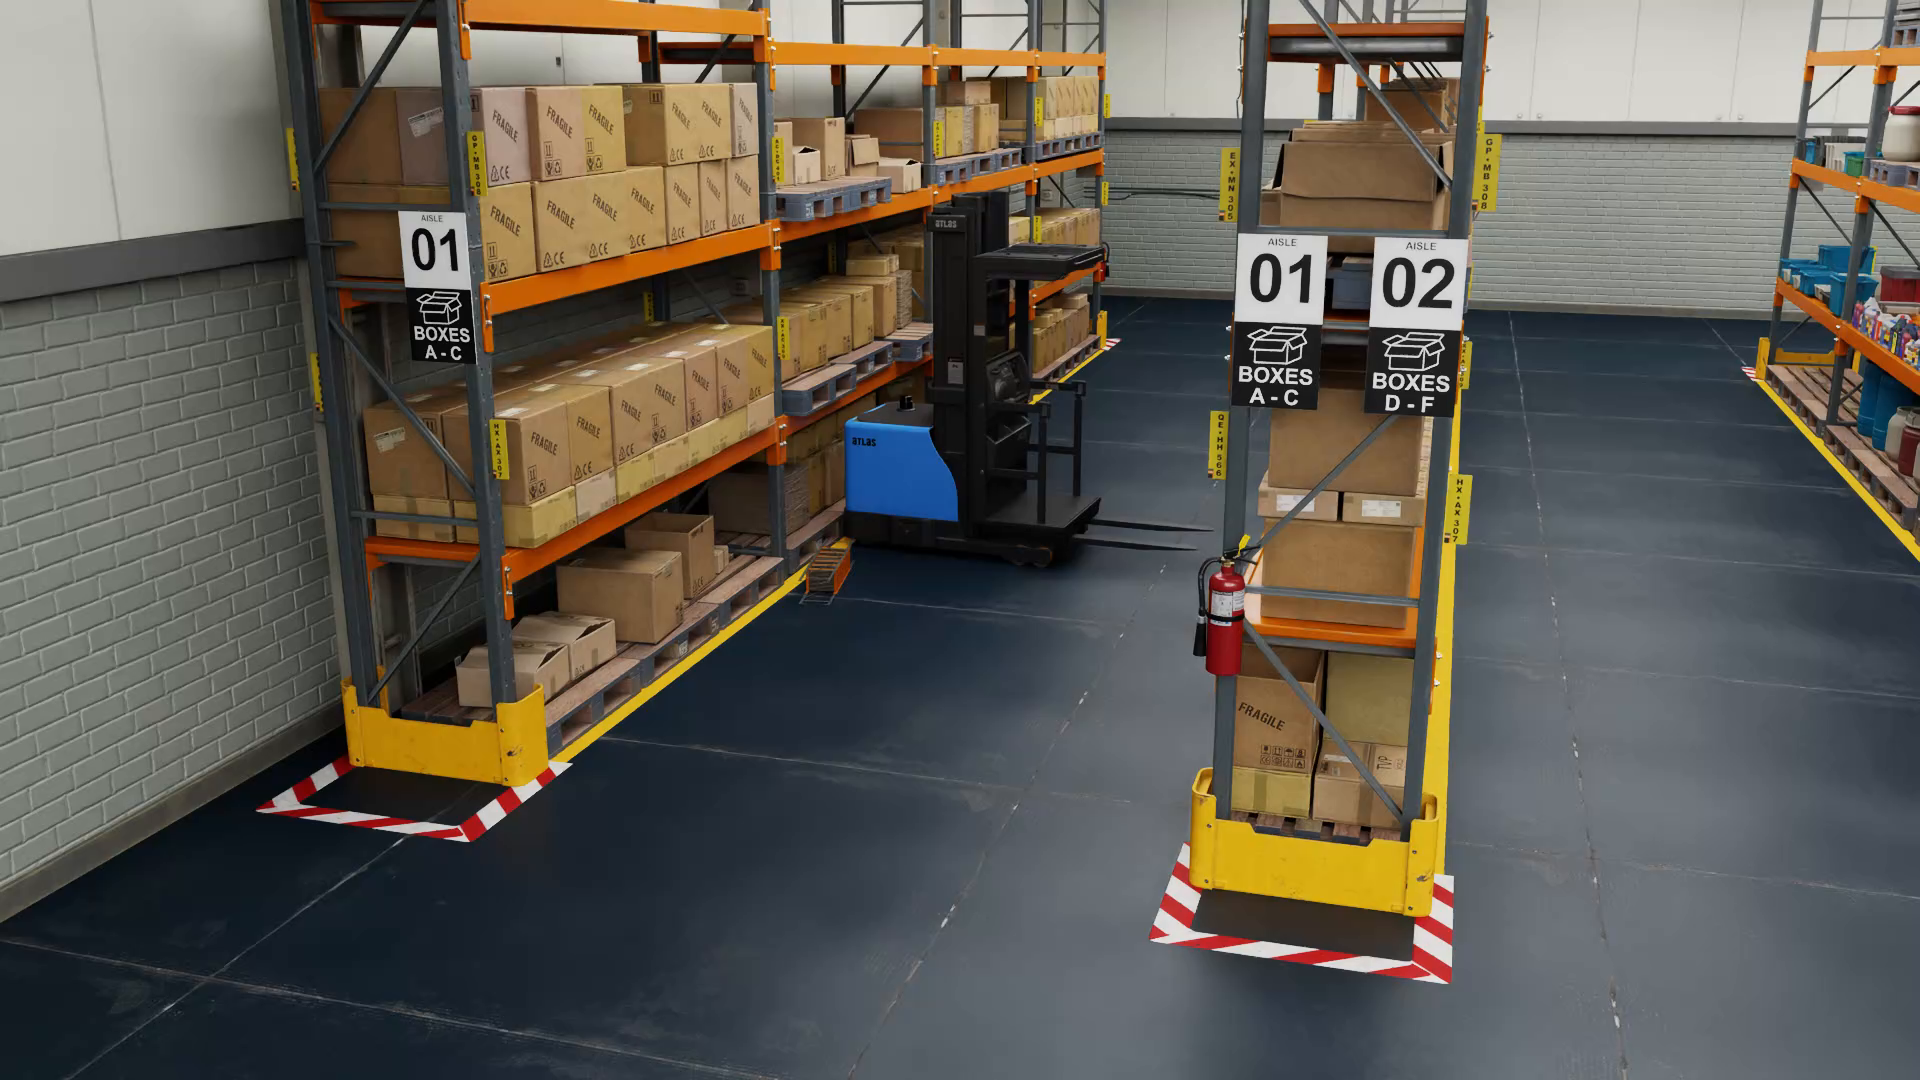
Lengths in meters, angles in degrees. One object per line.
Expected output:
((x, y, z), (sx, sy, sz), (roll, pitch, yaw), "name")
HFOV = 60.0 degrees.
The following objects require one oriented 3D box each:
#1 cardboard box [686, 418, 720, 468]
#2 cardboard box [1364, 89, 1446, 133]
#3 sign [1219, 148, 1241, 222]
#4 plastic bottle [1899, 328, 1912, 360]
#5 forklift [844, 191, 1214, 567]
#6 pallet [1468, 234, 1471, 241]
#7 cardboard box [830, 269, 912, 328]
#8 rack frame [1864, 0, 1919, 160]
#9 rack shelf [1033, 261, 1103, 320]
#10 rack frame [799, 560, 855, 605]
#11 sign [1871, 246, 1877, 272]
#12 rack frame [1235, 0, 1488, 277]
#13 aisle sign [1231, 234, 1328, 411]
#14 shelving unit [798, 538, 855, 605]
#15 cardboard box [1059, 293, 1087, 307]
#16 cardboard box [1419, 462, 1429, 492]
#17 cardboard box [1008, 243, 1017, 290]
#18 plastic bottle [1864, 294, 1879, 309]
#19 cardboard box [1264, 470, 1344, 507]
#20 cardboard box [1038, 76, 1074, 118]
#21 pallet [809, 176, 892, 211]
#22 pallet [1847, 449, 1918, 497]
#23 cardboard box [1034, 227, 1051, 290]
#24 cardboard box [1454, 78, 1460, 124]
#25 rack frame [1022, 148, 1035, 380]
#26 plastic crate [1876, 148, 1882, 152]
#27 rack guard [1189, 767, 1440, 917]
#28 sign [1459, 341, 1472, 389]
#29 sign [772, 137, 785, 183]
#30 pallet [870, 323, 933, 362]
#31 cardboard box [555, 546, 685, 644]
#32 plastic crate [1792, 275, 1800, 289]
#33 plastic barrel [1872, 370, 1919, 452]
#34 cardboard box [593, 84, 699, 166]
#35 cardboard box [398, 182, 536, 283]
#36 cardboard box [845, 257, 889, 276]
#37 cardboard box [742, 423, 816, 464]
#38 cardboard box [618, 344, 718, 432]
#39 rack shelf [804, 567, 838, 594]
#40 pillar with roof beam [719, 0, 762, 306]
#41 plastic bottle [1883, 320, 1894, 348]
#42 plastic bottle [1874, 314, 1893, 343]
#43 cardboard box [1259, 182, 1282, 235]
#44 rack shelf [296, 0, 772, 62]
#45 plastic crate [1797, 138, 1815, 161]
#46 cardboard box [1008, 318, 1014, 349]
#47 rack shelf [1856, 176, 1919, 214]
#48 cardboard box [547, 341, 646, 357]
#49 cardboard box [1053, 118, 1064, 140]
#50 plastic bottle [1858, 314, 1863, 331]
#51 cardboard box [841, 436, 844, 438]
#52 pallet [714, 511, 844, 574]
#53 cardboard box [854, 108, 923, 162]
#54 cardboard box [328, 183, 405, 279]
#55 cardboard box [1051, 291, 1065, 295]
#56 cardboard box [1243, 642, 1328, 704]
((-1.991, -0.687, 11.492), (0.500, 0.250, 0.500), (5, 16, 16), "cardboard box")
((3.234, -3.019, 12.110), (0.500, 0.500, 0.500), (6, 17, 21), "cardboard box")
((1.228, -1.606, 7.521), (0.100, 0.325, 0.005), (5, 16, 16), "sign")
((8.796, -1.819, 15.460), (0.061, 0.283, 0.133), (5, 16, 16), "plastic bottle")
((0.585, -1.350, 13.717), (3.031, 2.935, 1.130), (6, 17, 20), "forklift")
((2.315, -1.633, 9.256), (1.003, 0.211, 1.213), (5, 16, 16), "pallet")
((-0.857, -2.342, 16.099), (0.700, 0.500, 0.500), (3, 16, 9), "cardboard box")
((9.902, -5.370, 16.771), (1.000, 3.000, 0.127), (5, 16, 16), "rack frame")
((0.972, -3.429, 22.241), (1.077, 0.370, 4.000), (5, 16, 16), "rack shelf")
((-1.043, 0.328, 13.150), (0.240, 0.006, 1.200), (2, 16, 6), "rack frame")
((11.571, -3.571, 21.122), (0.100, 0.325, 0.005), (5, 16, 16), "sign")
((1.744, -2.616, 7.060), (1.000, 3.000, 0.127), (5, 16, 16), "rack frame")
((1.444, -0.986, 7.544), (0.394, 0.787, 0.004), (5, 16, 16), "aisle sign")
((-1.043, 0.240, 13.126), (0.258, 0.189, 1.200), (2, 16, 6), "shelving unit")
((1.576, -3.372, 23.342), (0.380, 0.149, 0.250), (4, 16, 15), "cardboard box")
((2.207, -0.310, 8.554), (0.380, 0.149, 0.250), (5, 16, 16), "cardboard box")
((0.379, -3.179, 19.274), (0.500, 0.500, 0.500), (5, 17, 16), "cardboard box")
((9.480, -2.383, 17.323), (0.144, 0.351, 0.185), (5, 16, 16), "plastic bottle")
((1.743, -0.273, 8.423), (0.380, 0.149, 0.250), (5, 17, 17), "cardboard box")
((1.150, -5.663, 21.250), (0.500, 0.500, 0.500), (5, 17, 16), "cardboard box")
((-1.300, -2.937, 14.034), (1.213, 0.211, 1.003), (5, 16, 16), "pallet")
((9.298, -0.624, 16.141), (1.003, 0.211, 1.213), (5, 16, 16), "pallet")
((0.574, -3.537, 20.753), (0.980, 0.700, 0.700), (5, 17, 17), "cardboard box")
((5.534, -5.091, 19.270), (0.700, 0.500, 0.500), (5, 16, 16), "cardboard box")
((0.404, -3.252, 20.299), (1.000, 3.000, 0.127), (5, 16, 16), "rack frame")
((11.033, -4.591, 19.911), (0.450, 0.188, 0.336), (5, 16, 16), "plastic crate")
((1.737, 1.479, 8.198), (1.175, 0.500, 0.348), (5, 16, 16), "rack guard")
((3.413, -1.188, 11.289), (0.100, 0.325, 0.005), (5, 16, 16), "sign")
((-1.347, -2.811, 12.298), (0.100, 0.325, 0.005), (5, 16, 16), "sign")
((-0.833, -1.919, 15.949), (1.213, 0.211, 1.003), (5, 16, 16), "pallet")
((-2.305, 0.367, 11.313), (0.700, 0.500, 0.500), (4, 16, 12), "cardboard box")
((10.290, -3.138, 20.271), (0.250, 0.136, 0.298), (5, 16, 16), "plastic crate")
((9.530, -1.350, 16.669), (0.600, 0.901, 0.708), (5, 16, 16), "plastic barrel")
((-2.036, -2.707, 10.828), (0.500, 0.500, 0.500), (4, 16, 14), "cardboard box")
((-2.672, -1.682, 9.044), (0.500, 0.500, 0.500), (5, 17, 17), "cardboard box")
((-0.880, -2.600, 15.820), (0.380, 0.149, 0.250), (2, 16, 7), "cardboard box")
((-1.555, -0.838, 14.189), (0.500, 0.250, 0.500), (4, 16, 15), "cardboard box")
((-1.997, -1.048, 11.391), (0.500, 0.500, 0.500), (4, 16, 14), "cardboard box")
((-1.071, 0.315, 12.853), (0.258, 0.180, 0.103), (2, 16, 6), "rack shelf")
((2.196, -4.485, 13.651), (9.100, 9.000, 0.400), (5, 16, 16), "pillar with roof beam")
((9.017, -1.999, 16.117), (0.097, 0.271, 0.097), (0, 16, 0), "plastic bottle")
((9.142, -2.091, 16.430), (0.152, 0.276, 0.135), (5, 16, 16), "plastic bottle")
((1.818, -1.692, 8.548), (0.500, 0.250, 0.500), (5, 16, 16), "cardboard box")
((-2.438, -3.174, 10.355), (1.077, 0.370, 4.000), (5, 16, 16), "rack shelf")
((10.662, -4.832, 20.609), (0.497, 0.269, 0.590), (5, 16, 16), "plastic crate")
((0.344, -2.240, 19.899), (0.750, 0.750, 0.750), (5, 17, 17), "cardboard box")
((9.334, -3.058, 15.434), (1.077, 0.370, 4.000), (5, 16, 16), "rack shelf")
((-2.501, -1.086, 11.524), (0.500, 0.500, 0.500), (5, 17, 17), "cardboard box")
((1.011, -5.166, 20.870), (0.500, 0.250, 0.500), (4, 16, 15), "cardboard box")
((9.336, -2.259, 17.161), (0.097, 0.201, 0.097), (0, 16, 0), "plastic bottle")
((-1.260, -0.764, 15.302), (0.700, 0.500, 0.500), (5, 16, 16), "cardboard box")
((-1.650, -0.022, 14.018), (1.003, 0.211, 1.213), (5, 16, 16), "pallet")
((-0.653, -4.038, 16.581), (0.700, 0.500, 0.500), (3, 16, 12), "cardboard box")
((-3.131, -1.742, 9.258), (0.500, 0.500, 0.500), (6, 17, 20), "cardboard box")
((1.281, -3.468, 23.680), (0.380, 0.149, 0.250), (5, 17, 16), "cardboard box")
((1.881, 0.604, 9.597), (0.500, 0.500, 0.500), (5, 16, 16), "cardboard box")
